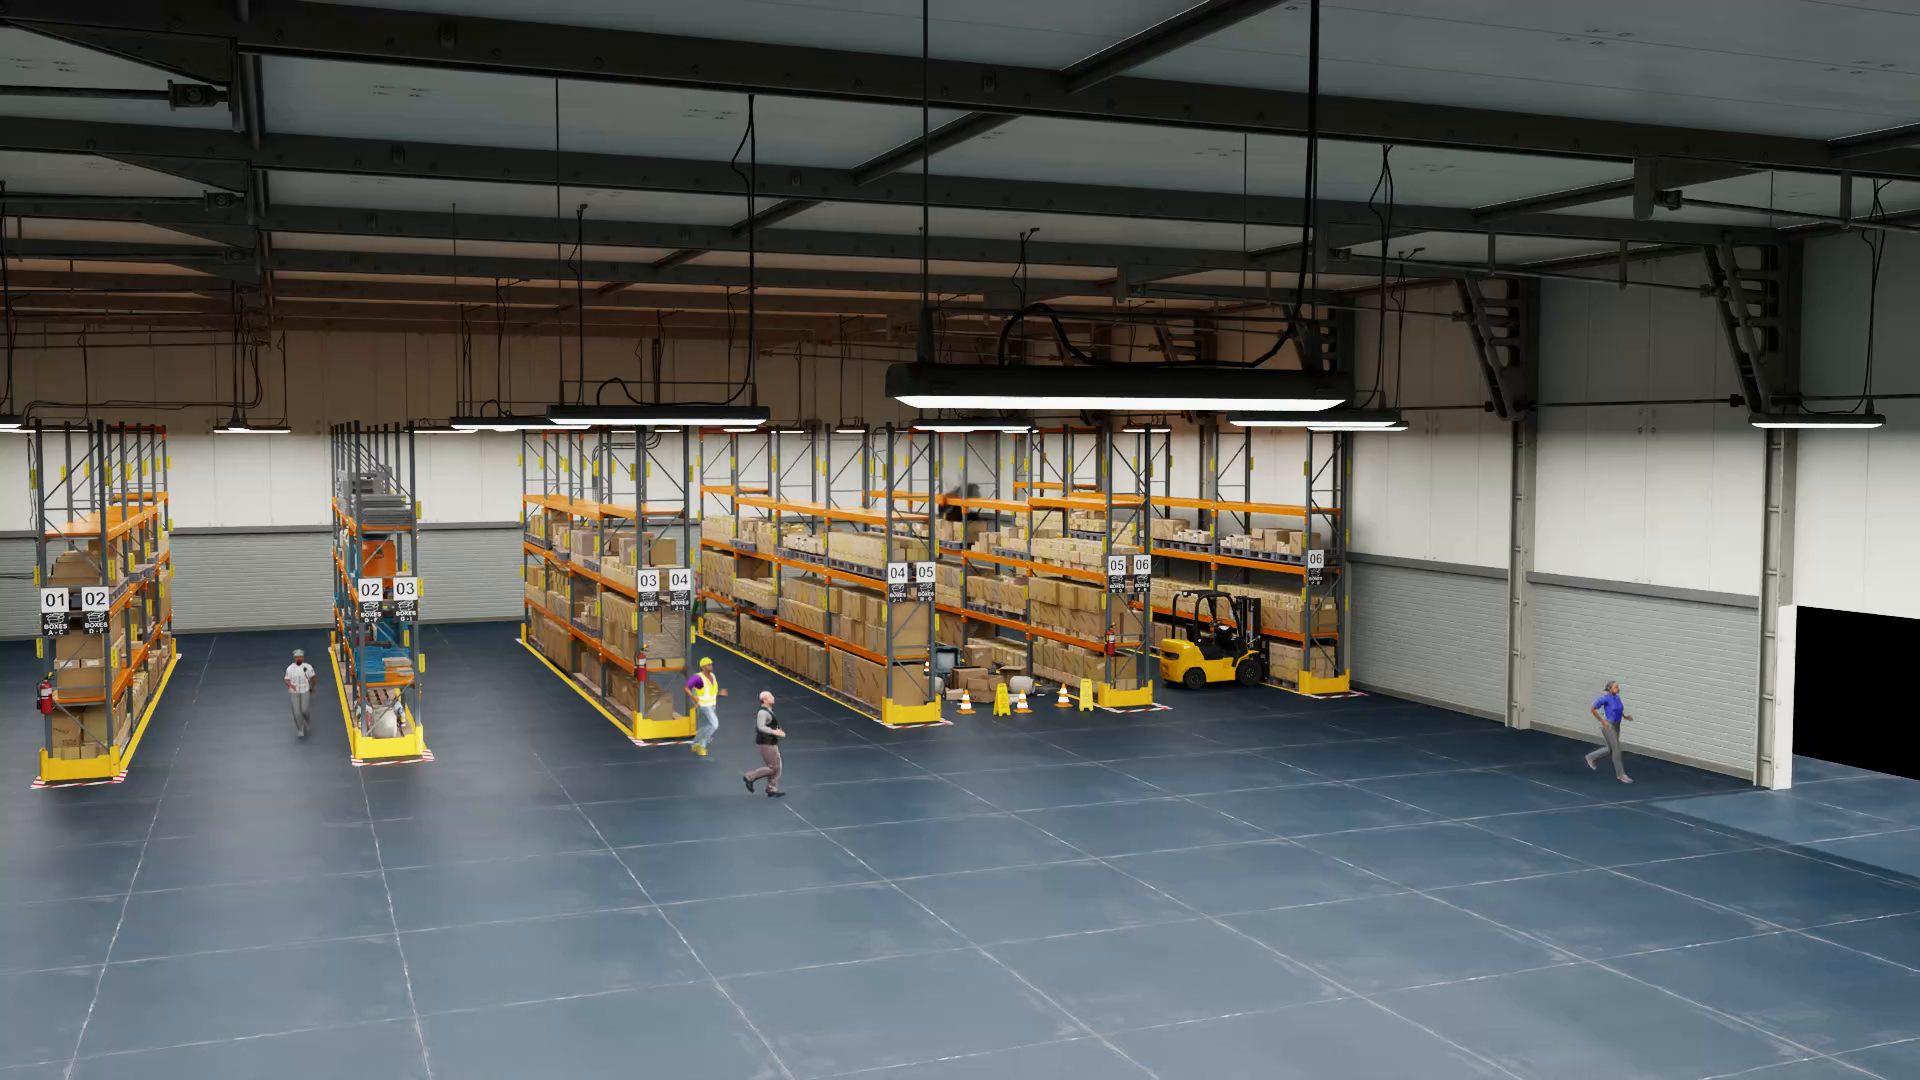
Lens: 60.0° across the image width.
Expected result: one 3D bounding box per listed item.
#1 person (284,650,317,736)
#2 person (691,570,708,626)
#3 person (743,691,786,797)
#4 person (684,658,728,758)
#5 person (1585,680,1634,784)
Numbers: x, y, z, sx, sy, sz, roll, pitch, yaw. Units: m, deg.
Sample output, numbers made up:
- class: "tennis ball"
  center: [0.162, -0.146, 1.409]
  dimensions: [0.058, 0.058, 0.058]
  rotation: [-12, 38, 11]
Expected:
- class: "person"
  center: [-12.583, 2.916, 31.726]
  dimensions: [0.569, 1.661, 0.529]
  rotation: [-1, 4, -19]
- class: "person"
  center: [-7.673, 1.769, 49.209]
  dimensions: [0.941, 1.762, 0.718]
  rotation: [-2, 4, -27]
- class: "person"
  center: [-3.089, 3.234, 26.327]
  dimensions: [0.684, 1.693, 0.656]
  rotation: [0, 4, -1]
- class: "person"
  center: [-4.523, 2.994, 29.799]
  dimensions: [0.672, 1.778, 0.687]
  rotation: [1, 4, 22]
- class: "person"
  center: [10.834, 3.209, 27.740]
  dimensions: [0.580, 1.580, 0.911]
  rotation: [-3, 5, -39]
